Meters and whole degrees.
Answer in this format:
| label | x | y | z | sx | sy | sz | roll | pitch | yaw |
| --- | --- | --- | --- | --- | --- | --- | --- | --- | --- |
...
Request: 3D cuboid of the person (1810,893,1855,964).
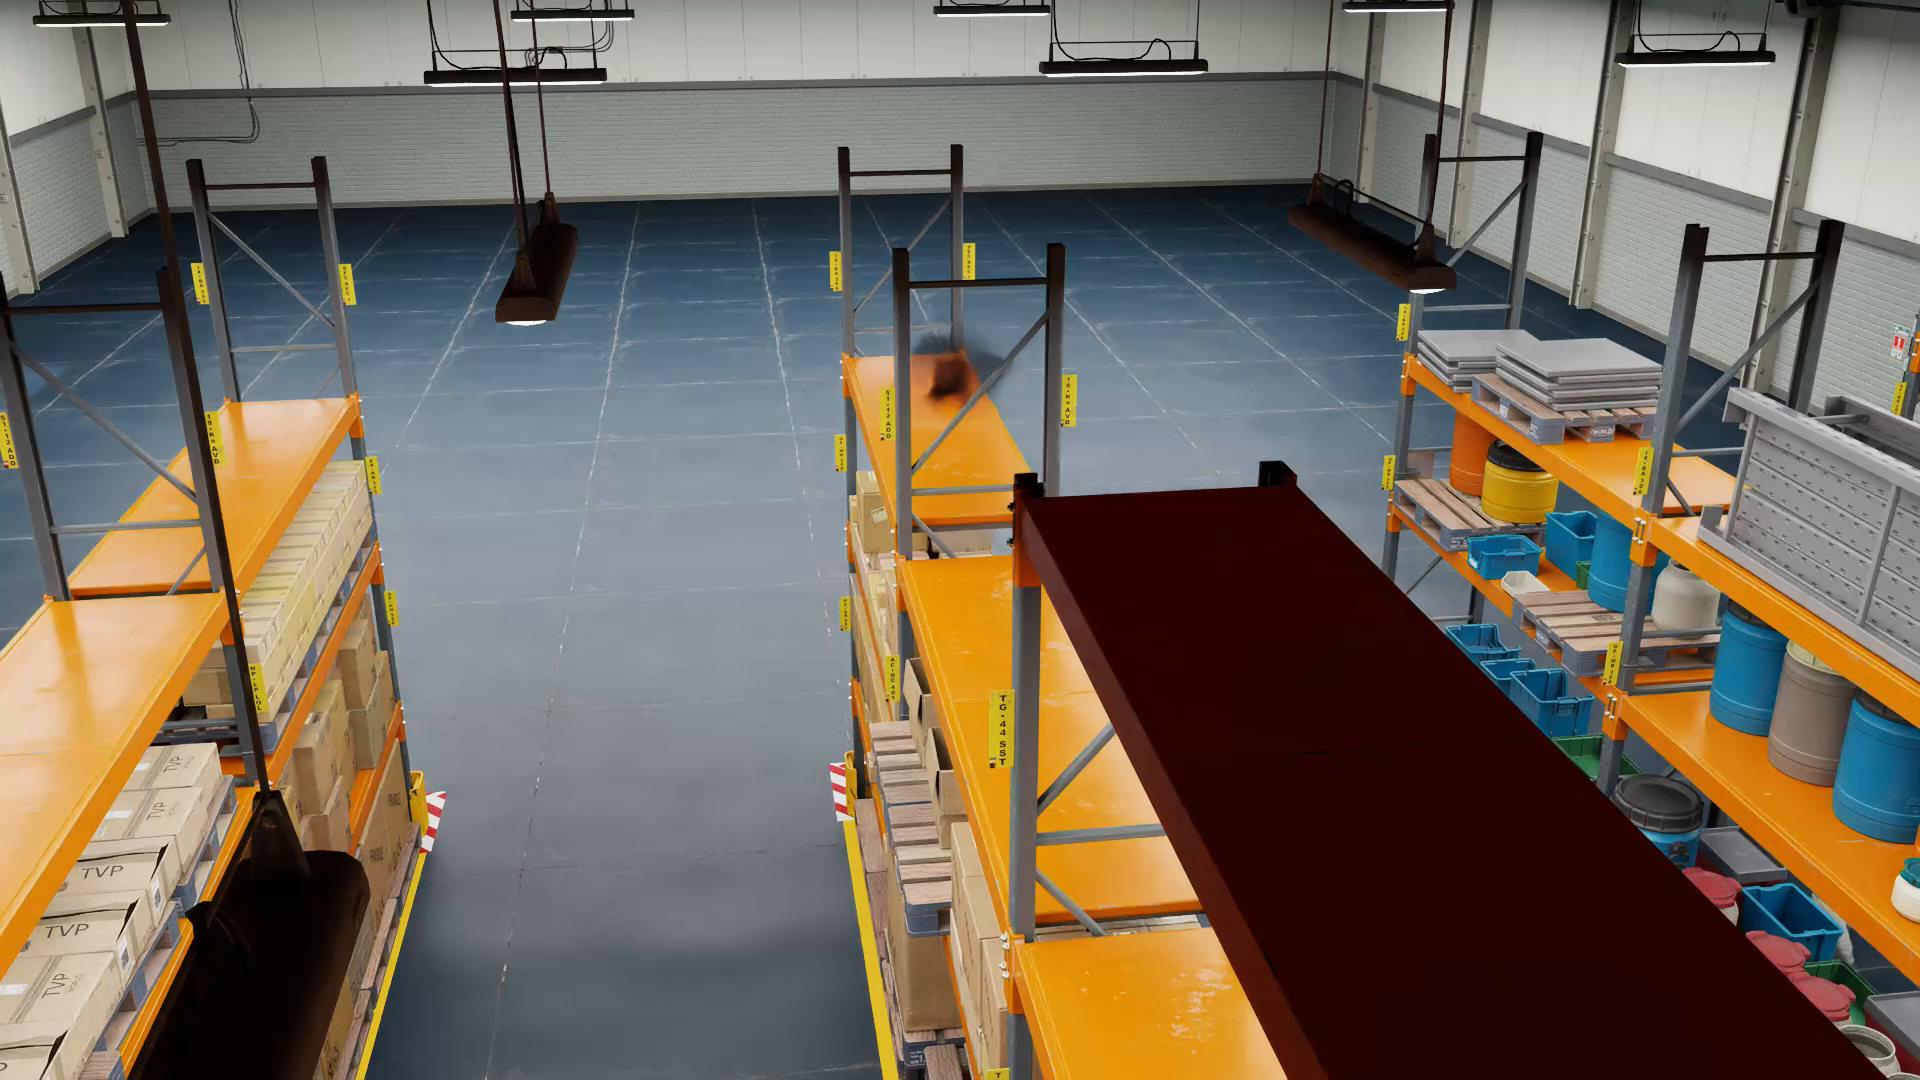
| label | x | y | z | sx | sy | sz | roll | pitch | yaw |
| --- | --- | --- | --- | --- | --- | --- | --- | --- | --- |
| person | 6.889 | 2.514 | 13.026 | 0.589 | 1.698 | 0.847 | -5 | 22 | -13 |
